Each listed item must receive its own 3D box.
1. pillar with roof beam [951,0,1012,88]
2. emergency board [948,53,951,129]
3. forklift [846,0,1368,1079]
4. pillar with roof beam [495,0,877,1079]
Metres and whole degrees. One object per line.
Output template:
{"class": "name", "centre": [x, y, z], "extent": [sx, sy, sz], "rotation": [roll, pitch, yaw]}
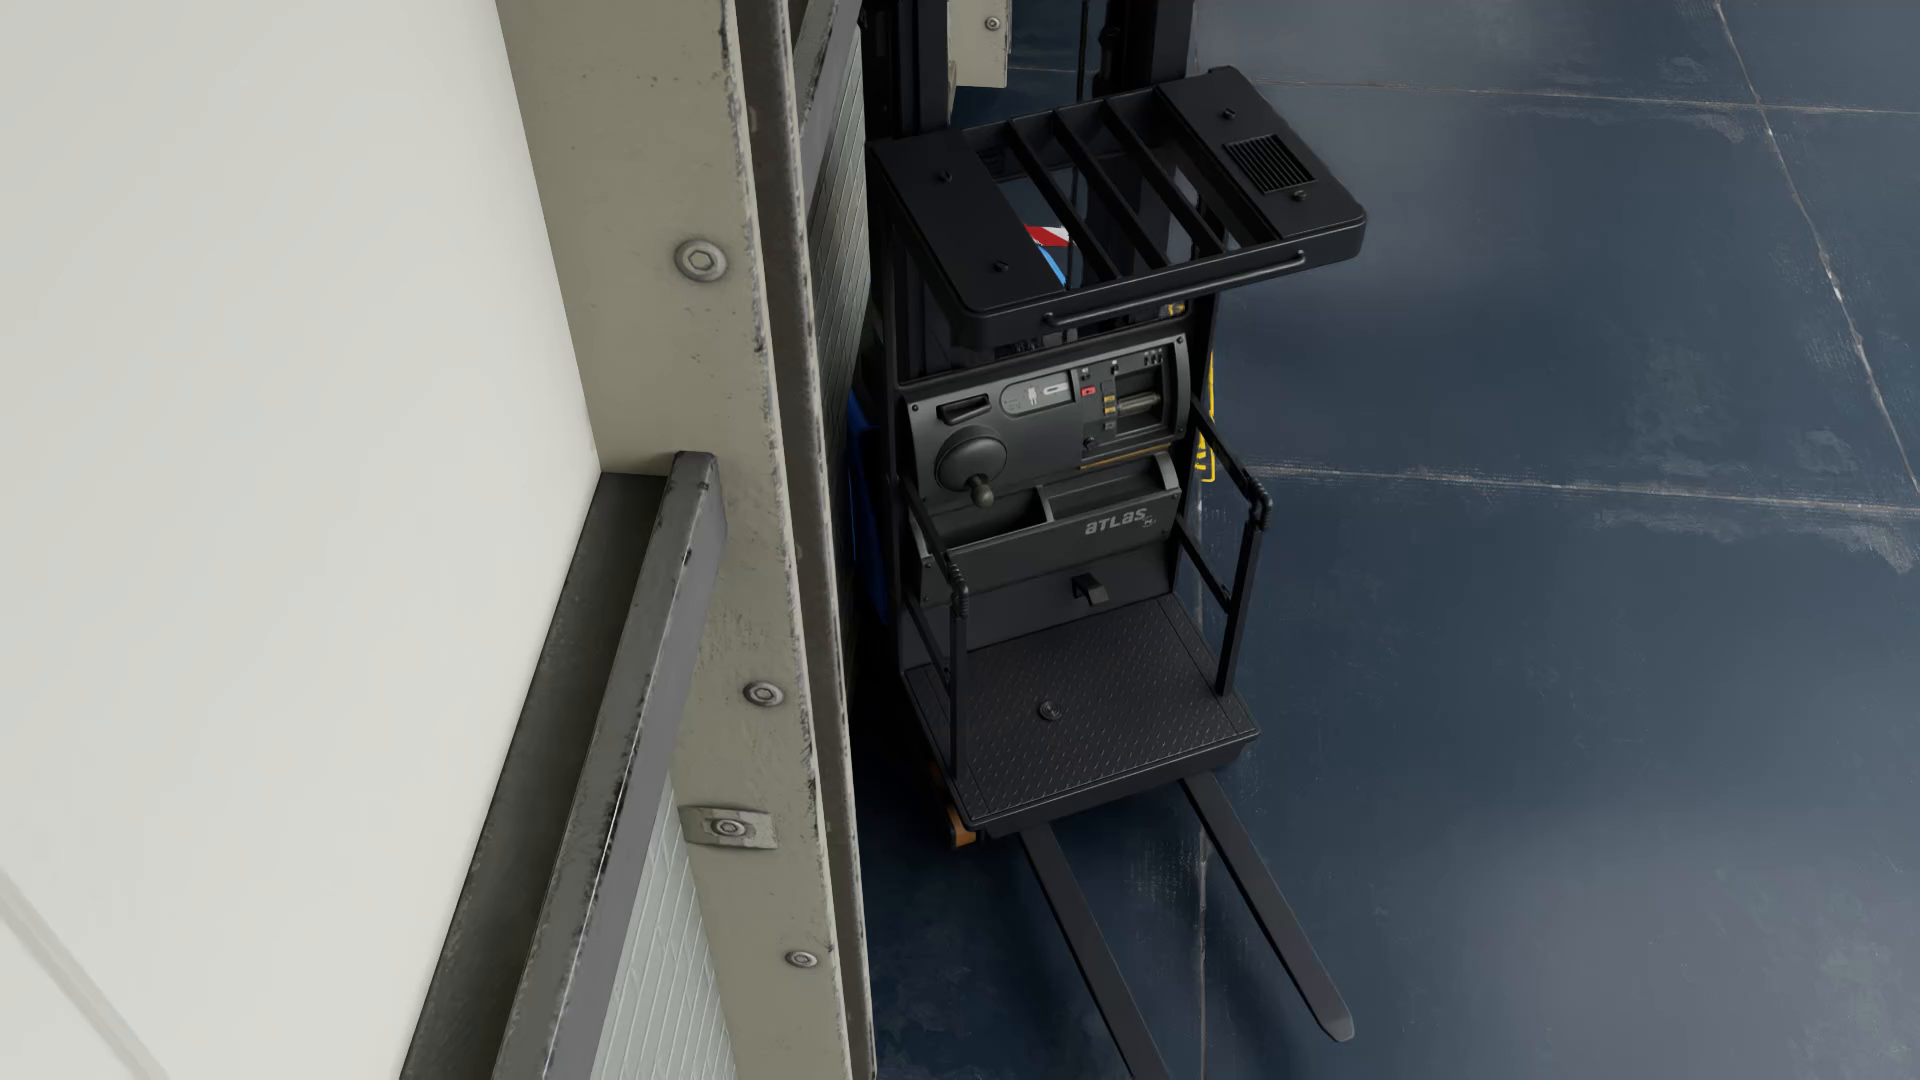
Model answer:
{"class": "pillar with roof beam", "centre": [4.401, -5.357, 5.577], "extent": [9.100, 9.000, 0.400], "rotation": [4, 48, 4]}
{"class": "emergency board", "centre": [-0.150, -1.808, 6.397], "extent": [0.194, 1.169, 0.643], "rotation": [4, 48, 4]}
{"class": "forklift", "centre": [0.363, -0.278, 5.044], "extent": [1.130, 2.935, 3.031], "rotation": [-16, 49, -14]}
{"class": "pillar with roof beam", "centre": [3.854, -0.948, 1.545], "extent": [9.100, 9.000, 0.400], "rotation": [4, 48, 4]}
